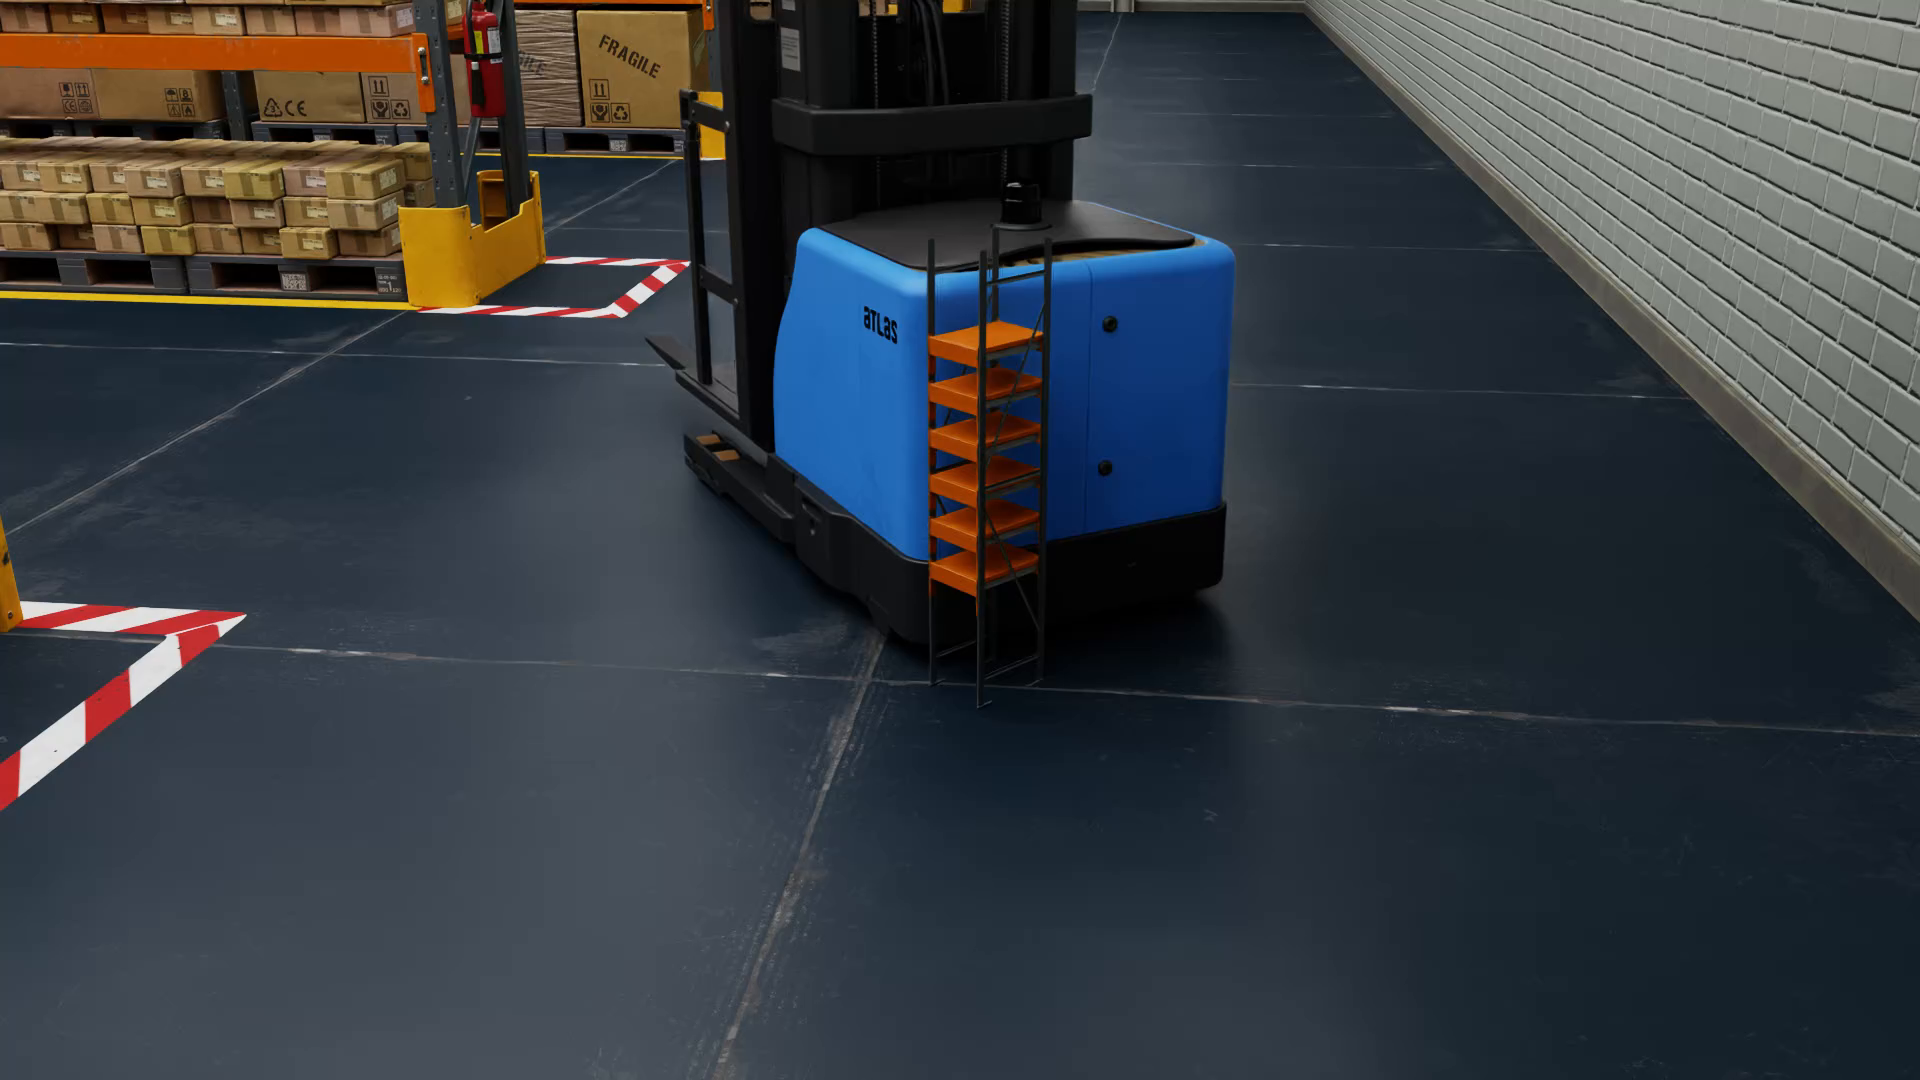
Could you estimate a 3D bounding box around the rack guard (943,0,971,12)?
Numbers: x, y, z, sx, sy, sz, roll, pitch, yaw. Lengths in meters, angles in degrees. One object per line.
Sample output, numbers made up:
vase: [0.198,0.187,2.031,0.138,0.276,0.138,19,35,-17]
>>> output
rack guard: [-0.045,-8.850,27.146,0.348,0.500,1.175,2,22,6]

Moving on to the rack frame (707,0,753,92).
rack frame: [-1.818,-4.588,12.966,0.127,3.000,1.000,2,22,6]

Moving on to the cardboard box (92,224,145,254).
cardboard box: [-4.345,-1.628,8.785,0.250,0.149,0.380,3,22,7]

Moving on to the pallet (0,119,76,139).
pallet: [-7.780,-3.522,14.062,1.213,0.211,1.003,2,22,6]

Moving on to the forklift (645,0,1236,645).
forklift: [-0.337,-1.580,5.449,1.130,2.935,3.031,-11,24,-25]

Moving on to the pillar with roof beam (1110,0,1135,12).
pillar with roof beam: [2.207,-11.431,22.113,0.400,9.000,9.100,2,22,6]

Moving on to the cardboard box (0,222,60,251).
cardboard box: [-4.857,-1.650,8.840,0.250,0.149,0.380,2,22,5]

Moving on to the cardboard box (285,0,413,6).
cardboard box: [-2.978,-2.892,8.134,0.500,0.500,0.500,3,22,7]

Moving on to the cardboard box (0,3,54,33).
cardboard box: [-4.646,-2.672,8.461,0.250,0.149,0.380,3,22,8]

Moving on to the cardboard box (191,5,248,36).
cardboard box: [-3.608,-2.608,8.299,0.250,0.149,0.380,3,22,8]

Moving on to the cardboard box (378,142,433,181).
cardboard box: [-2.982,-2.075,9.105,0.250,0.149,0.380,2,22,4]

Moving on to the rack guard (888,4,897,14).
rack guard: [-0.724,-7.046,22.581,0.348,0.500,1.175,2,22,6]

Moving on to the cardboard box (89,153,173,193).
cardboard box: [-4.344,-1.932,8.745,0.250,0.149,0.380,2,22,4]

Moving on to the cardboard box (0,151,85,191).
cardboard box: [-4.848,-1.958,8.811,0.250,0.149,0.380,2,22,4]

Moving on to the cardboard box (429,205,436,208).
cardboard box: [-2.984,-1.791,9.196,0.250,0.149,0.380,3,22,7]

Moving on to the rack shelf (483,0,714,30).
rack shelf: [-3.804,-4.340,13.317,4.000,0.370,1.077,2,22,6]

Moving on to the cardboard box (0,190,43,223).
cardboard box: [-4.862,-1.787,8.783,0.250,0.149,0.380,2,22,6]

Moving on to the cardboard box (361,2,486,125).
cardboard box: [-4.250,-3.872,13.472,0.875,0.875,0.875,2,22,6]

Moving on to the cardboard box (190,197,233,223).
cardboard box: [-3.831,-1.779,8.762,0.250,0.149,0.380,2,22,6]

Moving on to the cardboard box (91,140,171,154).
cardboard box: [-4.552,-2.100,9.170,0.250,0.149,0.380,3,22,6]

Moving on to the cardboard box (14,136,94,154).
cardboard box: [-5.055,-2.158,9.316,0.250,0.149,0.380,1,22,4]

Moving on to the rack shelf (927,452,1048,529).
rack shelf: [0.072,-0.131,4.259,0.258,0.103,0.180,-19,28,-39]

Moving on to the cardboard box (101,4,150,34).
cardboard box: [-4.128,-2.664,8.439,0.250,0.149,0.380,2,22,4]

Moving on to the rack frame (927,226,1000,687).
rack frame: [0.009,-0.197,4.305,0.240,1.200,0.006,-19,28,-39]

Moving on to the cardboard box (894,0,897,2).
cardboard box: [-0.776,-9.040,27.055,0.500,0.500,0.700,2,22,6]

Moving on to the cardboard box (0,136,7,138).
cardboard box: [-5.584,-2.176,9.361,0.250,0.149,0.380,2,22,6]

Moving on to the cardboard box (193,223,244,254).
cardboard box: [-3.815,-1.621,8.766,0.250,0.149,0.380,3,22,7]

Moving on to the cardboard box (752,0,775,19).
cardboard box: [-2.754,-7.342,22.729,0.637,0.503,0.797,2,22,6]

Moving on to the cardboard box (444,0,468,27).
cardboard box: [-2.785,-2.799,8.780,0.250,0.149,0.380,2,22,6]

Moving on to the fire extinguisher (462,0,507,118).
fire extinguisher: [-2.306,-2.393,8.025,0.183,0.674,0.296,2,22,6]

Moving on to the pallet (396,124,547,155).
pallet: [-3.829,-3.351,13.629,1.213,0.211,1.003,2,22,6]

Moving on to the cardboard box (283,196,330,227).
cardboard box: [-3.313,-1.739,8.661,0.250,0.149,0.380,2,22,5]

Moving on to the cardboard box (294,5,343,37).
cardboard box: [-3.101,-2.600,8.279,0.250,0.149,0.380,2,22,6]

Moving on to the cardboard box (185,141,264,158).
cardboard box: [-4.035,-2.096,9.159,0.250,0.149,0.380,3,22,8]

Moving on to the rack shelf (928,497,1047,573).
rack shelf: [0.072,-0.019,4.303,0.258,0.103,0.180,-19,28,-39]

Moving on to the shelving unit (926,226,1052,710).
shelving unit: [0.072,-0.172,4.243,0.258,1.200,0.189,-19,28,-39]

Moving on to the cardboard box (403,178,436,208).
cardboard box: [-2.992,-1.906,9.083,0.250,0.149,0.380,3,22,9]

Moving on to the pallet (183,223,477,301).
pallet: [-3.380,-1.536,9.039,1.213,0.211,1.003,2,22,6]

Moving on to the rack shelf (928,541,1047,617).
rack shelf: [0.072,0.093,4.347,0.258,0.103,0.180,-19,28,-39]

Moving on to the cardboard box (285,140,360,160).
cardboard box: [-3.505,-2.100,9.170,0.250,0.149,0.380,2,22,6]

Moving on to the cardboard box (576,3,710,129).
cardboard box: [-2.463,-3.794,13.275,0.875,0.875,0.875,2,22,6]

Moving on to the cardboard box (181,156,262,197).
cardboard box: [-3.822,-1.889,8.636,0.250,0.149,0.380,2,22,4]

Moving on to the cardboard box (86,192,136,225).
cardboard box: [-4.344,-1.766,8.728,0.250,0.149,0.380,4,22,9]

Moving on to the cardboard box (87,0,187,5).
cardboard box: [-3.994,-2.935,8.242,0.500,0.500,0.500,3,22,6]

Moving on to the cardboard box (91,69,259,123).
cardboard box: [-6.428,-3.989,13.768,0.875,0.875,1.225,3,22,6]

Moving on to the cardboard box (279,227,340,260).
cardboard box: [-3.316,-1.572,8.643,0.250,0.149,0.380,3,22,8]

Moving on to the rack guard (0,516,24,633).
rack guard: [-2.960,0.193,4.271,0.348,0.500,1.175,2,22,6]

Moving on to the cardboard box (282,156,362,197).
cardboard box: [-3.300,-1.890,8.638,0.250,0.149,0.380,3,22,7]
